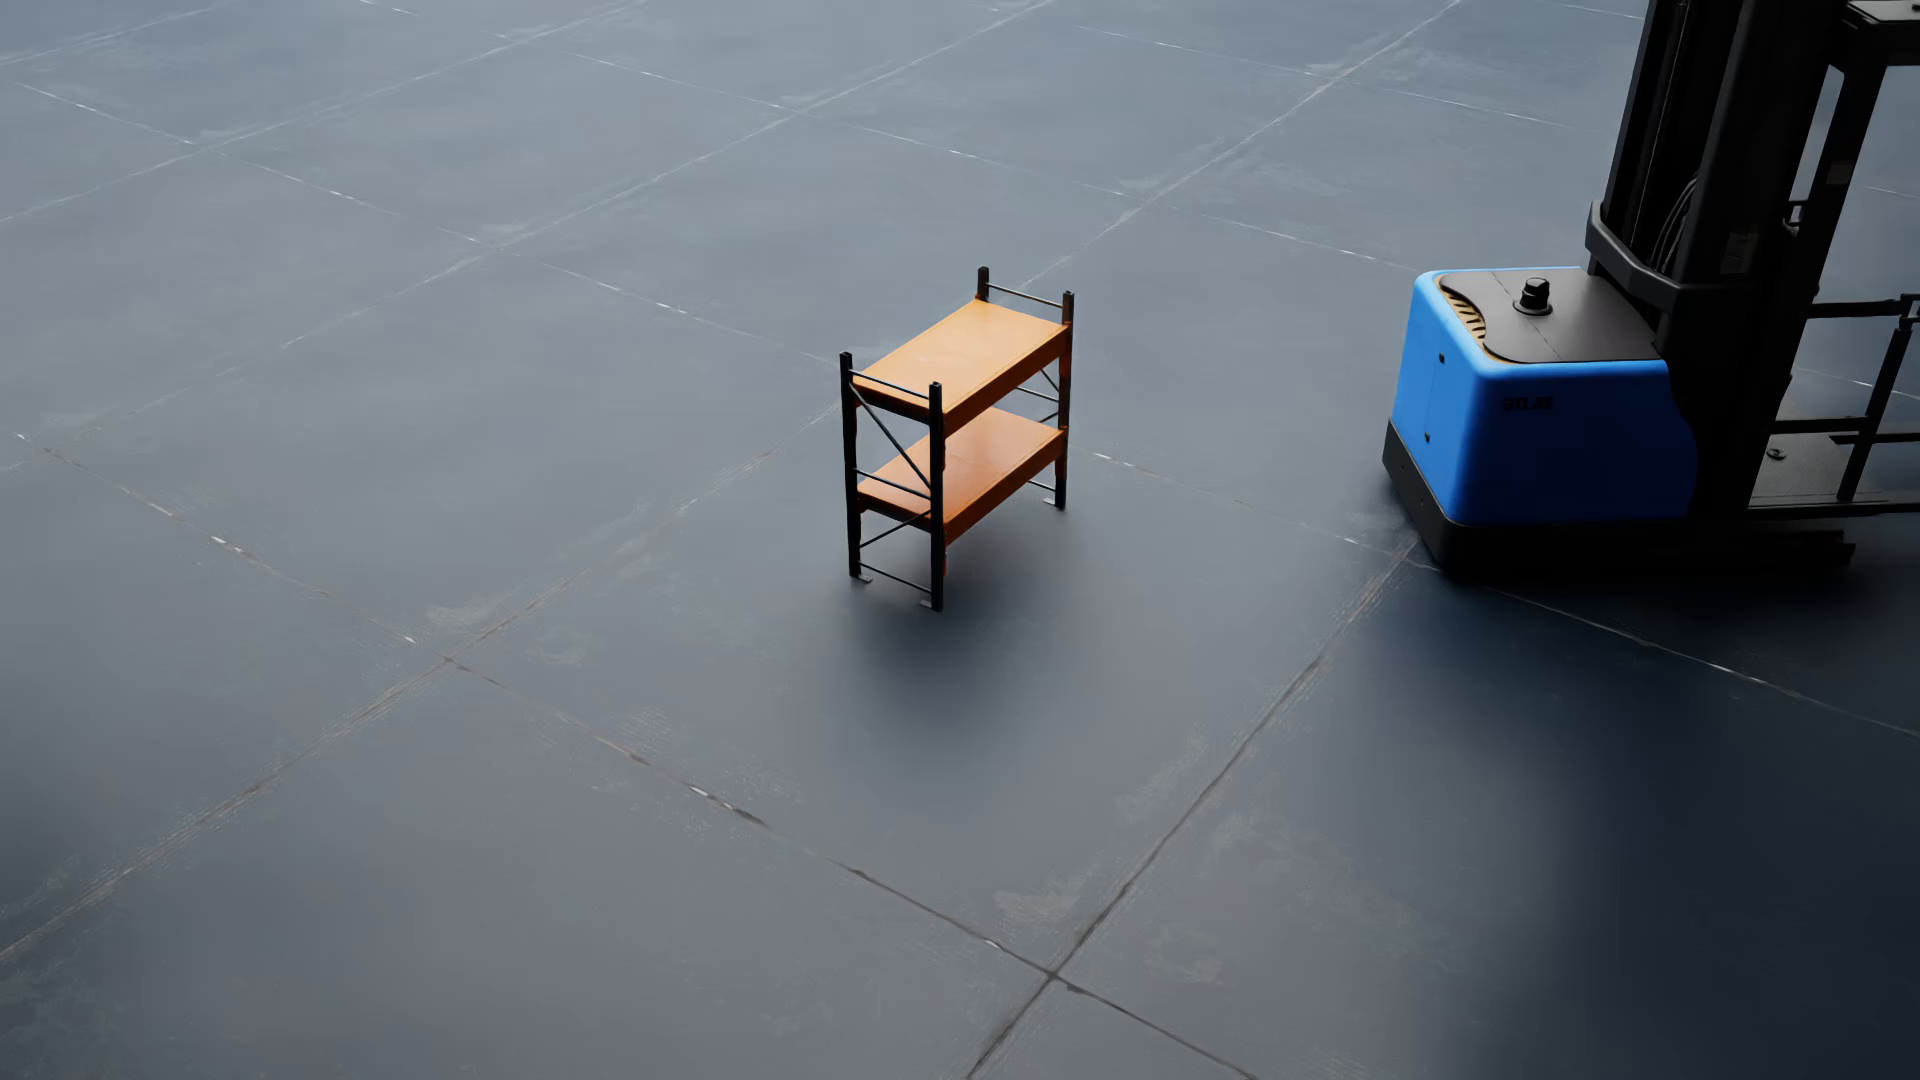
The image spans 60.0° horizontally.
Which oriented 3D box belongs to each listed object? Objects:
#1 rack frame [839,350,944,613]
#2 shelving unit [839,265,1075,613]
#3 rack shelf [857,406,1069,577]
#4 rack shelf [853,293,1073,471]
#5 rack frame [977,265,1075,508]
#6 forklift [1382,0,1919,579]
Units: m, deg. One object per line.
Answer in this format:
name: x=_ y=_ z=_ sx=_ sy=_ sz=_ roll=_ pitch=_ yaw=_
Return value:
rack frame: x=-0.286 y=-0.235 z=7.094 sx=0.500 sy=1.125 sz=0.032 roll=21 pitch=39 yaw=28
shelving unit: x=0.004 y=-0.469 z=7.439 sx=0.538 sy=1.125 sz=1.048 roll=21 pitch=39 yaw=28
rack shelf: x=0.004 y=-0.267 z=7.576 sx=0.538 sy=0.278 sz=1.000 roll=21 pitch=39 yaw=28
rack shelf: x=0.004 y=-0.712 z=7.276 sx=0.538 sy=0.278 sz=1.000 roll=21 pitch=39 yaw=28
rack frame: x=0.294 y=-0.703 z=7.785 sx=0.500 sy=1.125 sz=0.032 roll=21 pitch=39 yaw=28
forklift: x=3.621 y=-1.362 z=7.147 sx=3.031 sy=2.935 sz=1.130 roll=-2 pitch=34 yaw=-3
